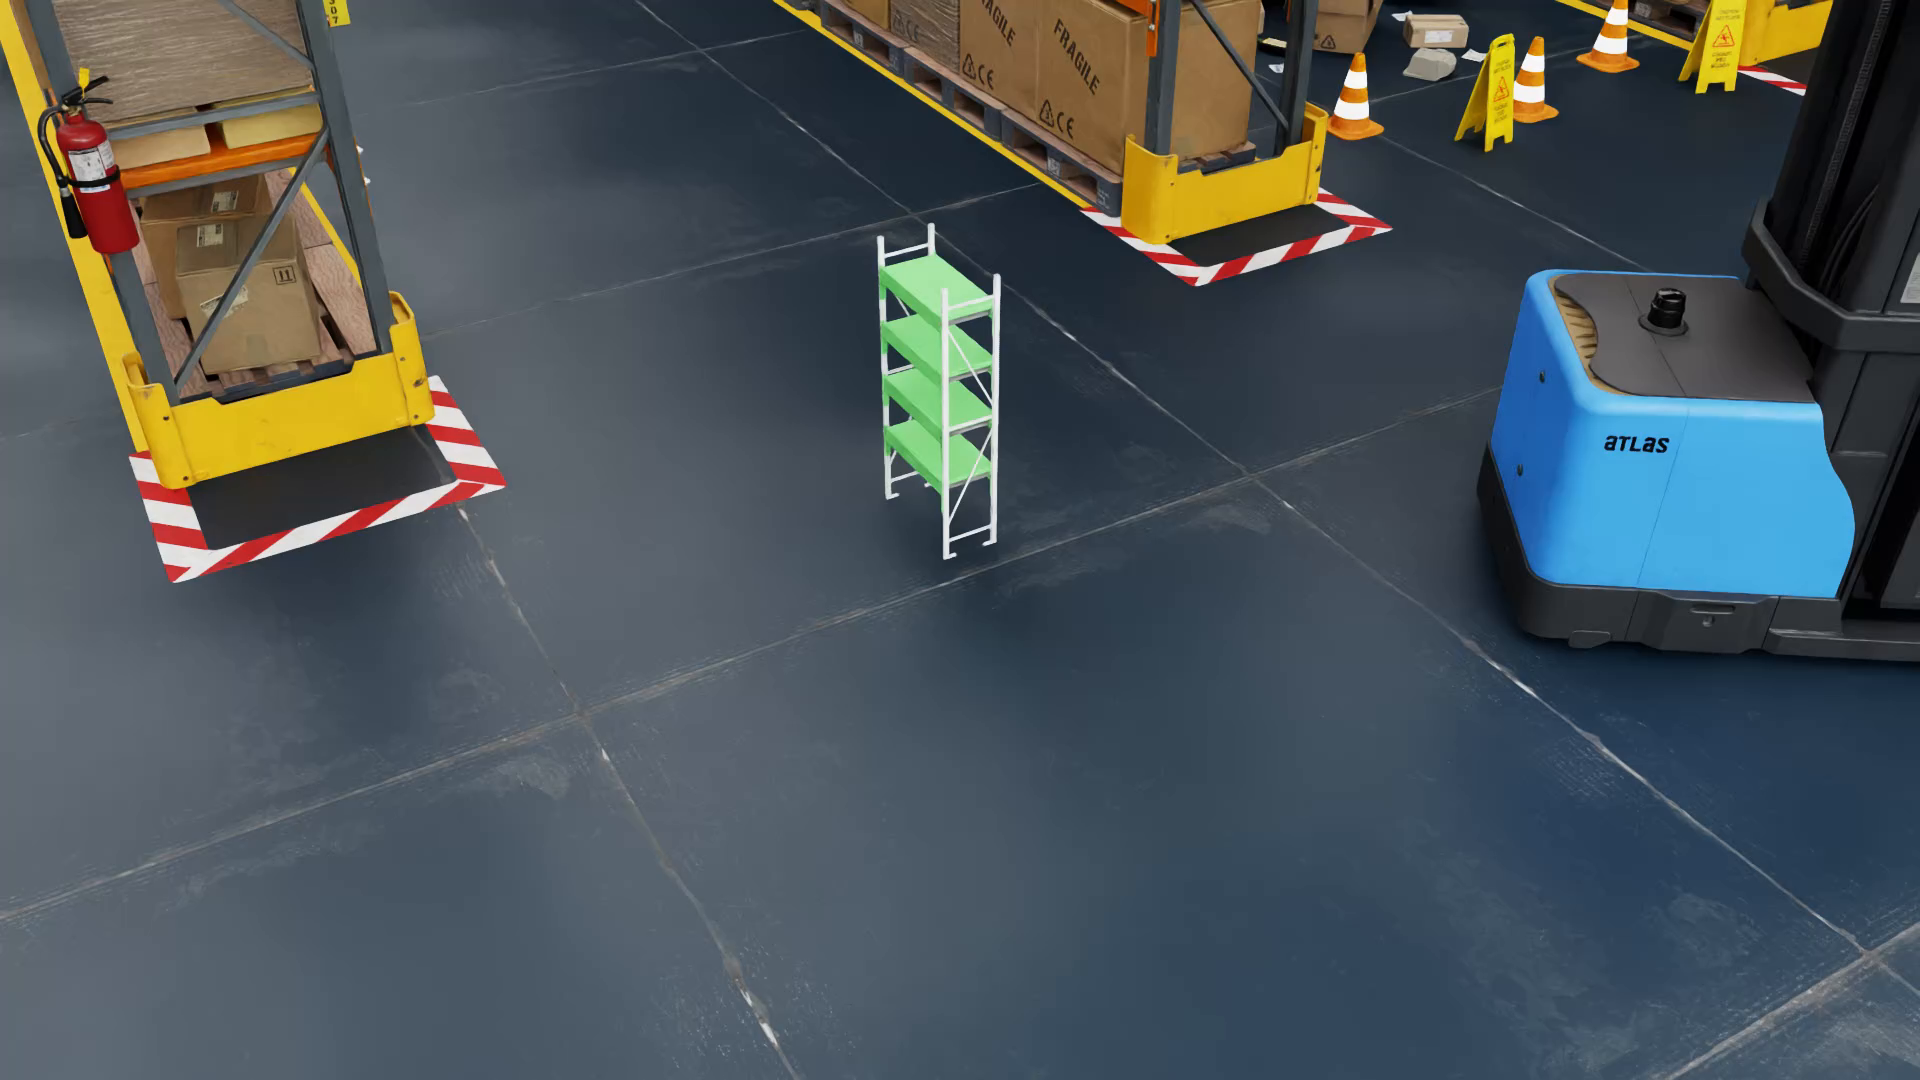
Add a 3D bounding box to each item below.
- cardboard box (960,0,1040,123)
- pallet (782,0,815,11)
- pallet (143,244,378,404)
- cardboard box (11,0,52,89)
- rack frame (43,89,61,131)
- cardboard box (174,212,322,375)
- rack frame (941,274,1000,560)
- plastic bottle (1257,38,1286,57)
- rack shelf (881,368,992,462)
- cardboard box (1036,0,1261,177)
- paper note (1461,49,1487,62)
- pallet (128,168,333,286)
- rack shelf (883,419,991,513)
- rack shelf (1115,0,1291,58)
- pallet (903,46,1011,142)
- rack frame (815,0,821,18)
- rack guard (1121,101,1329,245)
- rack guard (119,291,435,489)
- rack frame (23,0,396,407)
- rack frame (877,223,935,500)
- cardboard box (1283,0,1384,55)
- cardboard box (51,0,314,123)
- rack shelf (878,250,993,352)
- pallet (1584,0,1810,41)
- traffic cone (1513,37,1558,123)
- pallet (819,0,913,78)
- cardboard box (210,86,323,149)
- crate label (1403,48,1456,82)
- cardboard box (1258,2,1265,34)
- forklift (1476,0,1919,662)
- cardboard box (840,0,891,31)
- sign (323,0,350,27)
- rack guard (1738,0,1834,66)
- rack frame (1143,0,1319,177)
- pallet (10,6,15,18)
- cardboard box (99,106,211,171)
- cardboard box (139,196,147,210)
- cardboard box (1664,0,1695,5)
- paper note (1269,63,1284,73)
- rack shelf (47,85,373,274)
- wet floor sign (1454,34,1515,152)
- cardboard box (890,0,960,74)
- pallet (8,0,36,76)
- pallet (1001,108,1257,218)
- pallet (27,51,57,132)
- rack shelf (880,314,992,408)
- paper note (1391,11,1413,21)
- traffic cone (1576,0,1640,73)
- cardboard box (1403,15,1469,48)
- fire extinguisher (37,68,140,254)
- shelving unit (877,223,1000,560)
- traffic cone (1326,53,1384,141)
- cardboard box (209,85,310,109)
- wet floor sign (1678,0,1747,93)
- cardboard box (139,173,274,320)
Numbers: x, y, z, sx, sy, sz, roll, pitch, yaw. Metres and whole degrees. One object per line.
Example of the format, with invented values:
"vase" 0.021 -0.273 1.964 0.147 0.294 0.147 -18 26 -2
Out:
"cardboard box" 0.594 -3.138 9.948 0.875 0.875 0.875 -20 40 -25
"pallet" -1.027 -4.337 12.509 1.003 0.211 1.213 -19 40 -24
"pallet" -3.320 -0.971 7.901 1.003 0.211 1.213 -19 40 -24
"cardboard box" -3.511 -2.302 7.022 0.875 0.500 0.500 -19 40 -24
"rack frame" -4.914 -3.673 9.236 1.000 3.000 0.127 -19 40 -24
"cardboard box" -3.203 -1.117 7.500 0.500 0.500 0.500 -12 38 -16
"rack frame" 0.039 -0.445 6.341 0.240 1.200 0.015 -19 40 -24
"plastic bottle" 2.124 -3.352 11.288 0.283 0.061 0.133 26 44 31
"rack shelf" -0.083 -0.517 6.549 0.258 0.148 0.480 -19 40 -24
"cardboard box" 1.038 -2.690 9.335 0.875 0.875 0.875 -19 40 -24
"paper note" 3.469 -3.263 11.192 0.142 0.019 0.148 26 44 31
"pallet" -3.929 -1.593 8.751 1.003 0.211 1.213 -19 40 -24
"rack shelf" -0.083 -0.324 6.691 0.258 0.148 0.480 -19 40 -24
"rack shelf" 0.431 -3.781 9.994 1.077 0.370 4.000 -19 40 -24
"pallet" 0.357 -2.932 10.585 1.003 0.211 1.213 -19 40 -24
"rack frame" -0.574 -5.092 11.178 1.000 3.000 0.127 -19 40 -24
"rack guard" 1.448 -2.030 9.106 1.175 0.500 0.348 -19 40 -24
"rack guard" -2.942 -0.663 7.234 1.175 0.500 0.348 -19 40 -24
"rack frame" -2.904 -1.634 6.443 1.000 3.000 0.127 -19 40 -24
"rack frame" -0.206 -0.693 6.682 0.240 1.200 0.015 -19 40 -24
"cardboard box" 2.593 -3.708 11.400 0.637 0.503 0.797 12 38 16
"cardboard box" -3.156 -2.083 6.721 0.875 0.500 0.500 -19 40 -24
"rack shelf" -0.083 -0.905 6.266 0.258 0.148 0.480 -19 40 -24
"pallet" 5.249 -3.908 11.921 1.003 0.211 1.213 -19 40 -24
"traffic cone" 3.544 -2.880 10.301 0.336 0.463 0.334 -19 40 -24
"pallet" -0.260 -3.555 11.438 1.003 0.211 1.213 -19 40 -24
"cardboard box" -2.841 -1.748 6.813 0.380 0.149 0.250 -19 40 -24
"crate label" 3.096 -3.131 10.921 0.298 0.136 0.250 19 40 24
"cardboard box" 1.882 -3.657 11.532 0.396 0.266 0.258 -12 38 -16
"forklift" 3.618 -1.003 5.638 3.031 2.935 1.130 3 36 4
"cardboard box" -0.319 -4.062 11.213 0.875 0.875 0.875 -18 40 -23
"sign" -2.435 -2.144 6.408 0.100 0.325 0.005 -19 40 -24
"rack guard" 5.626 -3.599 11.254 1.175 0.500 0.348 -19 40 -24
"rack frame" 1.435 -3.052 8.385 1.000 3.000 0.127 -19 40 -24
"pallet" -6.532 -4.188 12.306 1.003 0.211 1.213 -19 40 -24
"cardboard box" -3.226 -1.616 6.633 0.380 0.149 0.250 -19 40 -24
"cardboard box" -3.831 -1.737 8.348 0.500 0.500 0.500 -15 39 -20
"cardboard box" 5.014 -3.974 11.623 0.500 0.250 0.500 -19 40 -24
"paper note" 2.137 -3.134 11.016 0.144 0.017 0.142 -6 37 -8
"rack shelf" -3.909 -2.363 8.052 1.077 0.370 4.000 -19 40 -24
"wet floor sign" 3.162 -2.673 9.863 0.267 0.644 0.232 -26 44 -31
"cardboard box" 0.137 -3.603 10.586 0.875 0.875 0.875 -19 40 -24
"pallet" -5.923 -3.567 11.455 1.003 0.211 1.213 -19 40 -24
"pallet" 0.966 -2.310 9.734 1.003 0.211 1.213 -19 40 -24
"pallet" -5.306 -2.944 10.602 1.003 0.211 1.213 -19 40 -24
"rack shelf" -0.083 -0.711 6.408 0.258 0.148 0.480 -19 40 -24
"paper note" 3.172 -3.736 11.850 0.148 0.019 0.142 -6 37 -8
"traffic cone" 4.333 -3.383 10.989 0.336 0.463 0.334 -19 40 -24
"cardboard box" 3.260 -3.488 11.400 0.380 0.149 0.250 0 36 0
"fire extinguisher" -3.245 -1.407 6.199 0.296 0.674 0.183 -19 40 -24
"shelving unit" -0.083 -0.569 6.512 0.258 1.200 0.503 -19 40 -24
"traffic cone" 2.396 -2.719 10.080 0.336 0.463 0.334 -19 40 -24
"cardboard box" -2.950 -1.881 6.996 0.380 0.149 0.250 -19 40 -24
"wet floor sign" 4.835 -3.205 10.592 0.267 0.644 0.232 -6 37 -8
"cardboard box" -3.533 -1.412 7.903 0.500 0.500 0.500 -9 37 -12
